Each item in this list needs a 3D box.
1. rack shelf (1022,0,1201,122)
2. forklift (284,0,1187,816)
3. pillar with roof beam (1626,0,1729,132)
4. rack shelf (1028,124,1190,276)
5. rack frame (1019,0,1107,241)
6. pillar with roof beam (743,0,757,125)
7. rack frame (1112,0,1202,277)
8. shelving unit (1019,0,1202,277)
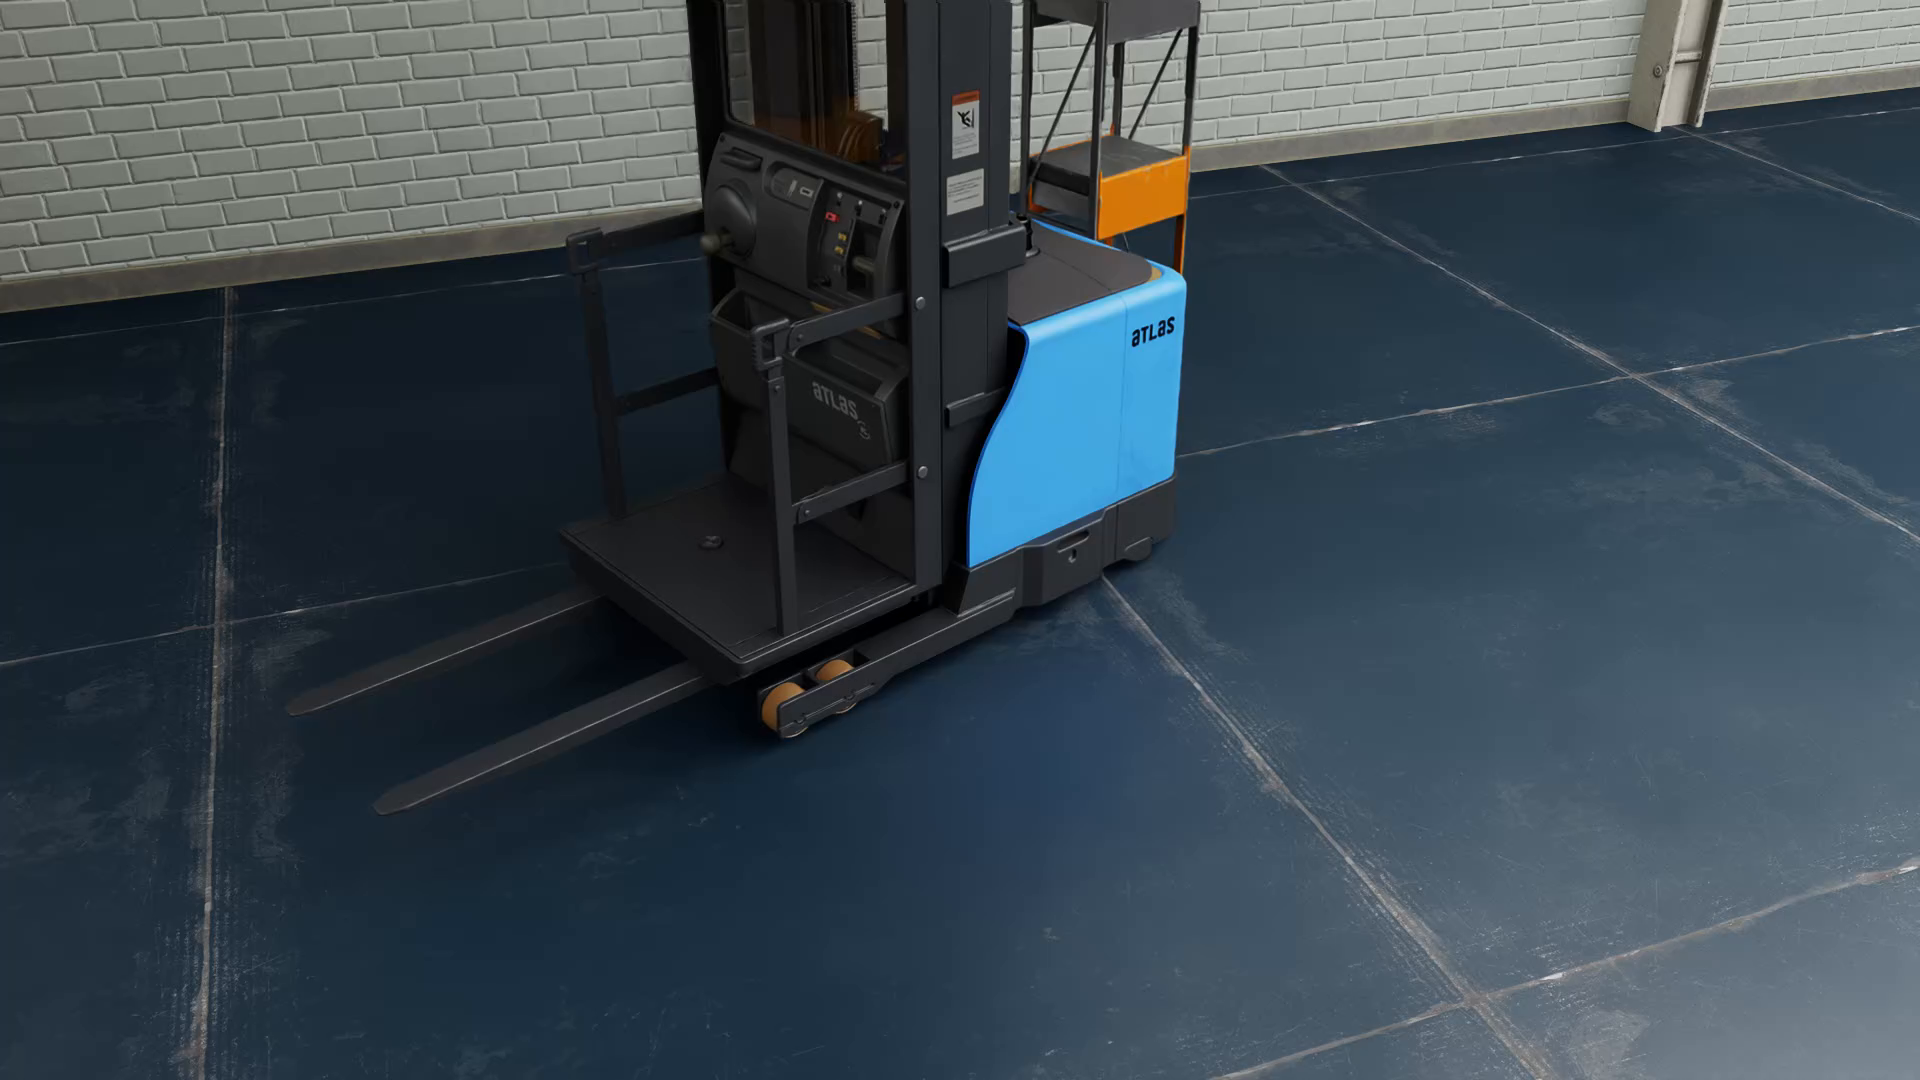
[{"bbox_3d":[0.546,-1.851,5.991,0.480,0.518,0.431,-23,37,-35],"label":"rack shelf"},{"bbox_3d":[-0.647,-0.953,4.962,3.031,2.935,1.130,-23,37,-35],"label":"forklift"},{"bbox_3d":[6.215,-4.711,5.428,0.400,9.000,9.100,-10,31,-18],"label":"pillar with roof beam"},{"bbox_3d":[0.546,-1.243,6.338,0.480,0.518,0.431,-23,37,-35],"label":"rack shelf"},{"bbox_3d":[0.363,-1.175,6.191,0.015,2.100,0.400,-23,37,-35],"label":"rack frame"},{"bbox_3d":[0.592,-3.675,3.611,0.400,9.000,9.100,-10,31,-18],"label":"pillar with roof beam"},{"bbox_3d":[0.730,-1.334,6.471,0.015,2.100,0.400,-23,37,-35],"label":"rack frame"},{"bbox_3d":[0.546,-1.255,6.331,0.503,2.100,0.431,-23,37,-35],"label":"shelving unit"}]
